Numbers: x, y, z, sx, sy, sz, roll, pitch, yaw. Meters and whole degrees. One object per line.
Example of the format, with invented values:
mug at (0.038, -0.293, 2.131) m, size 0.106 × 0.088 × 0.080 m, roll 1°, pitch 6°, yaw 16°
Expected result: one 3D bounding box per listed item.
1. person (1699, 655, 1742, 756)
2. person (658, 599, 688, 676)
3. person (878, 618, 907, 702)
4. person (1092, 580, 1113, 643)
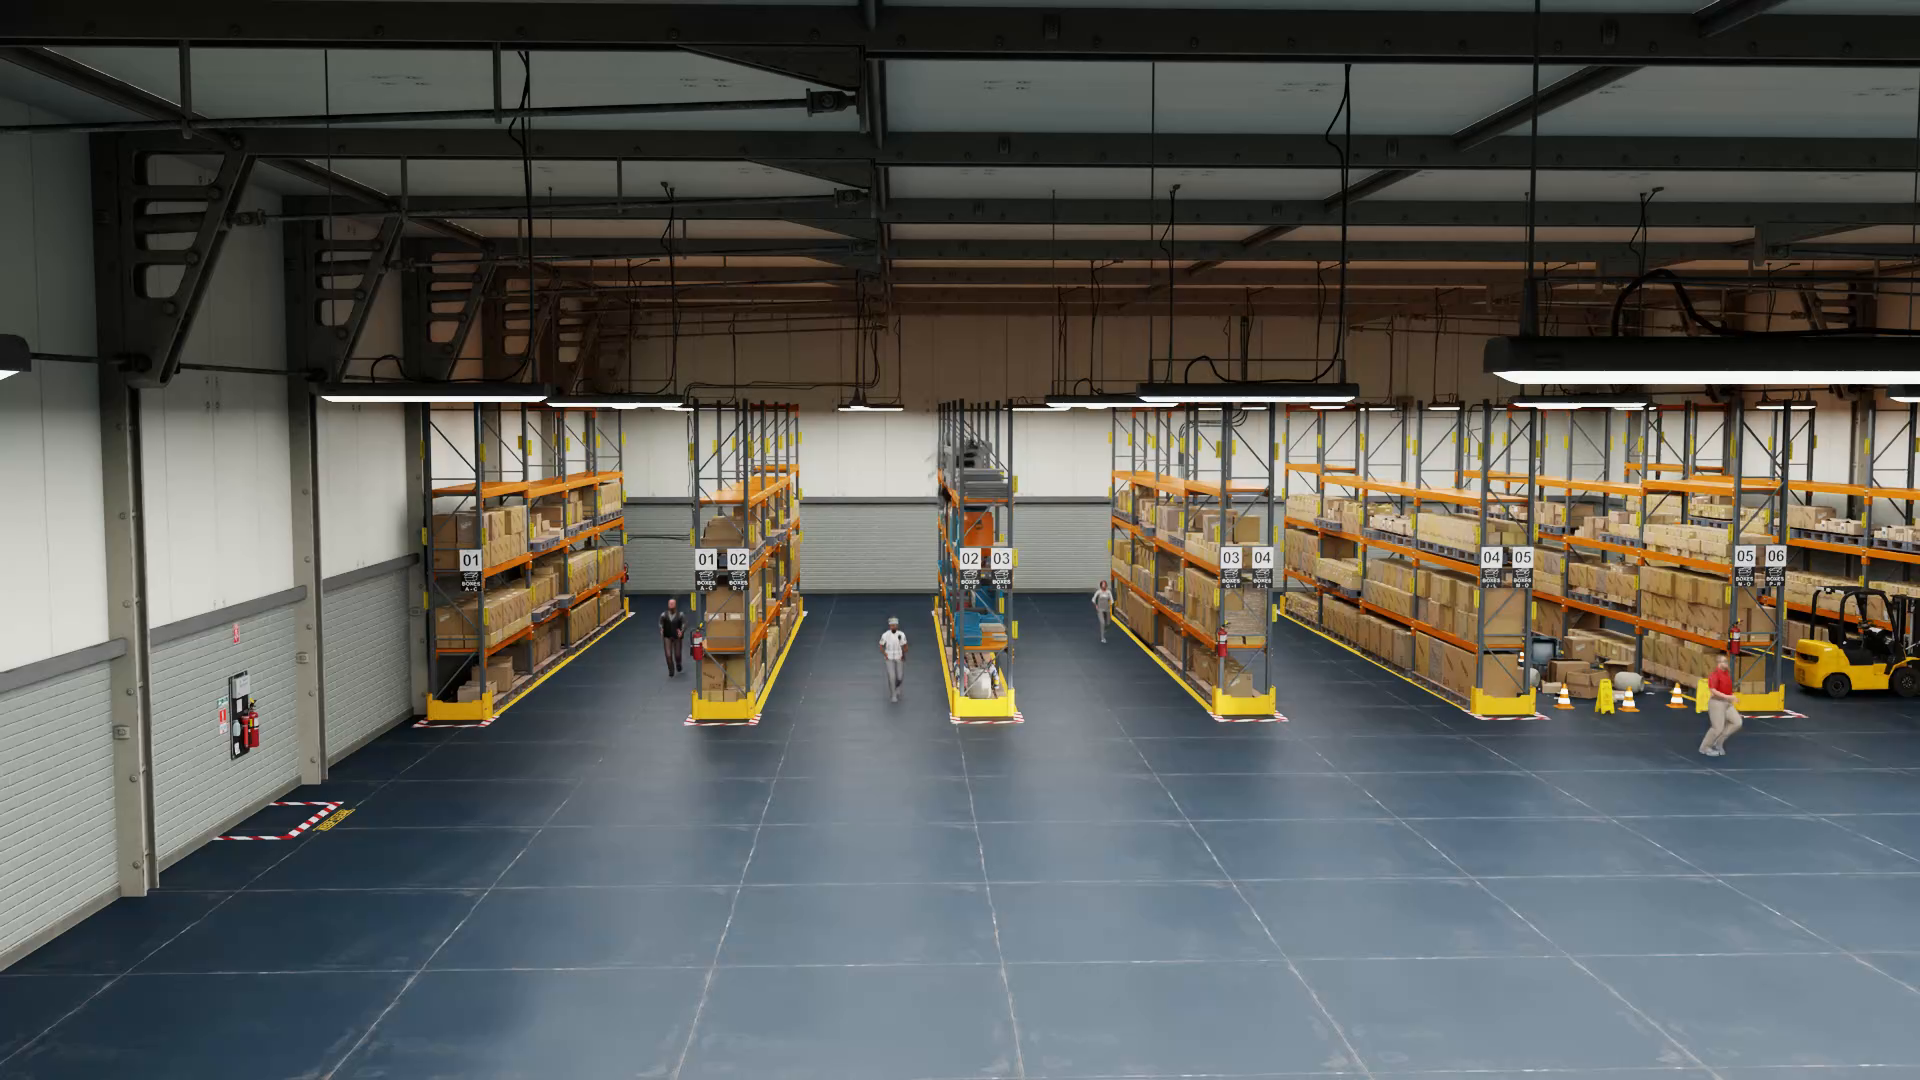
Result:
person at (12.729, 2.767, 27.771) m, size 0.639 × 1.704 × 0.645 m, roll -4°, pitch 6°, yaw -43°
person at (-6.270, 2.133, 36.259) m, size 0.656 × 1.673 × 0.606 m, roll 0°, pitch 4°, yaw -3°
person at (-1.339, 2.374, 33.261) m, size 0.584 × 1.672 × 0.557 m, roll 0°, pitch 4°, yaw -6°
person at (3.583, 1.780, 41.700) m, size 0.541 × 1.552 × 0.666 m, roll -1°, pitch 4°, yaw -7°
